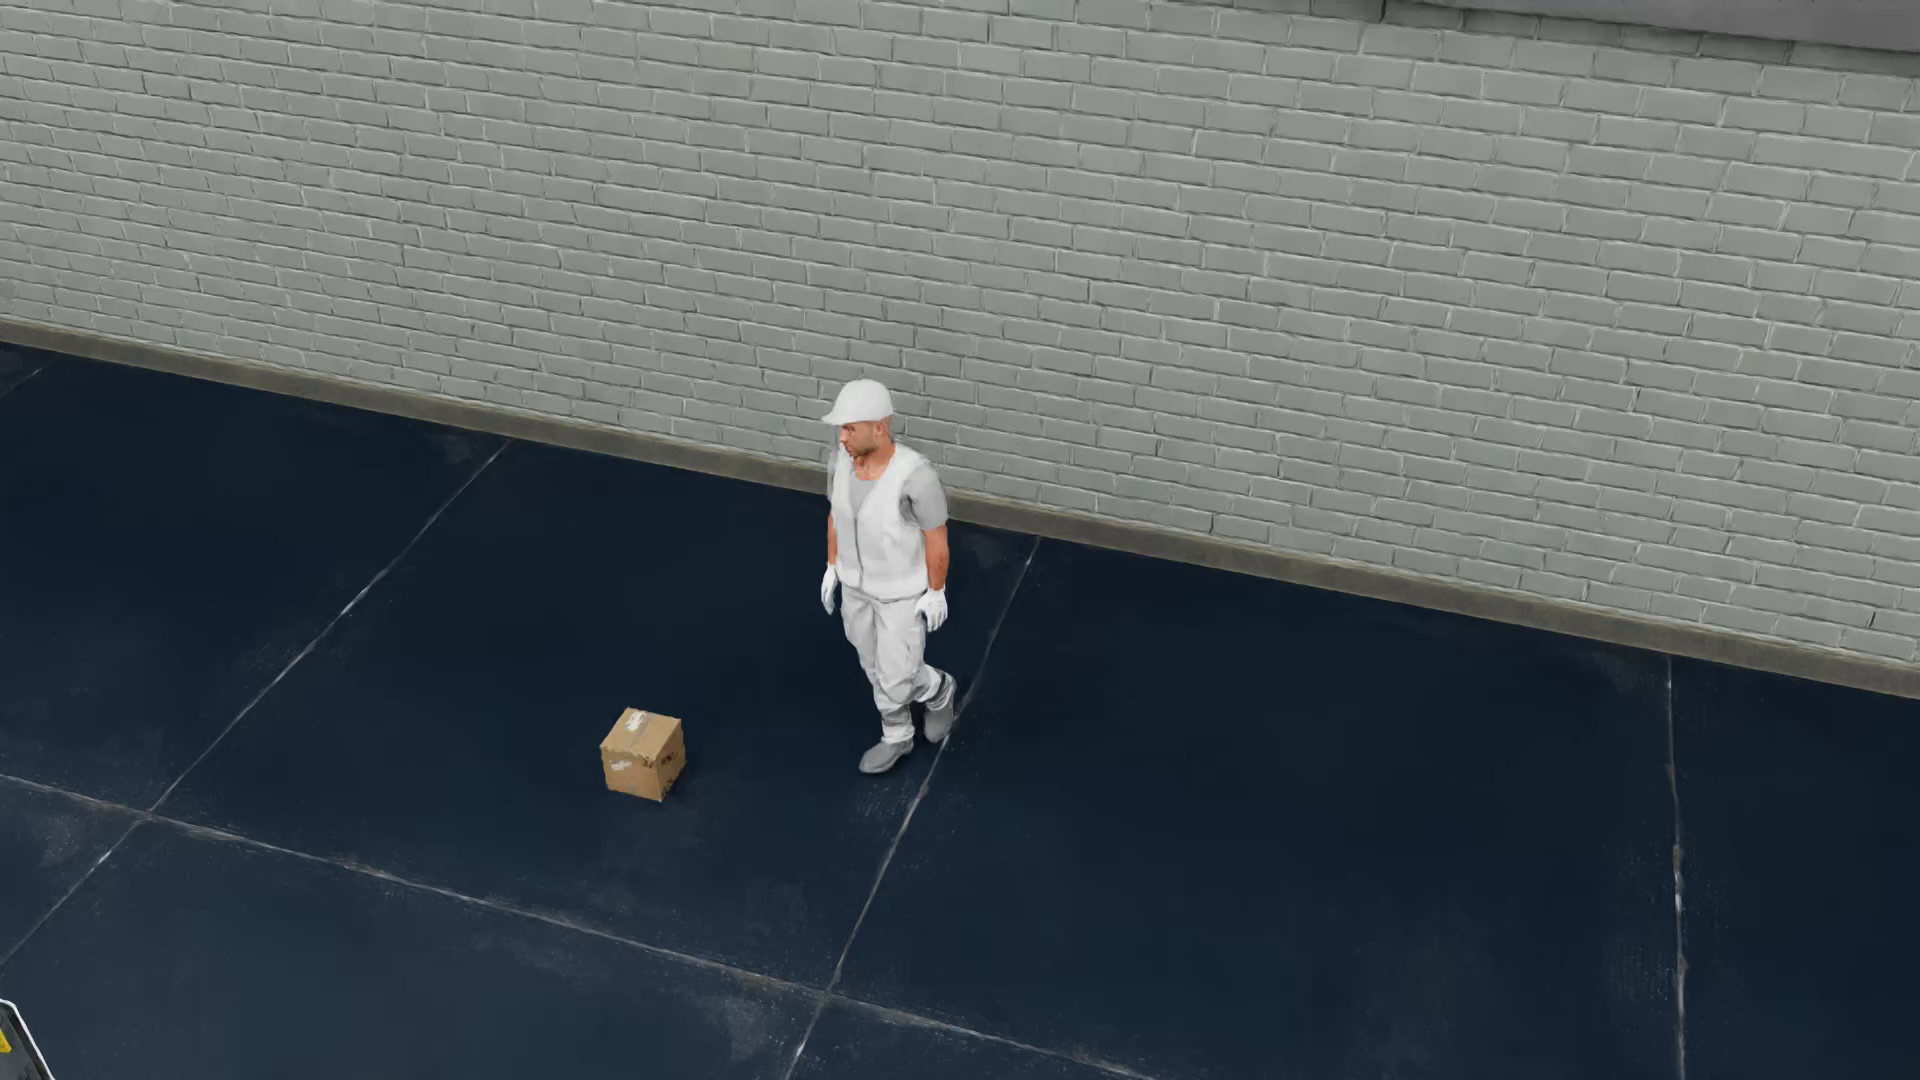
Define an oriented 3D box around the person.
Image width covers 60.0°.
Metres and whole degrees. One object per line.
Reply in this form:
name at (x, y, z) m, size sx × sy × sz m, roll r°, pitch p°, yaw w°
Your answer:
person at (-0.288, 0.157, 6.642) m, size 0.566 × 1.772 × 0.508 m, roll 22°, pitch 42°, yaw 27°
